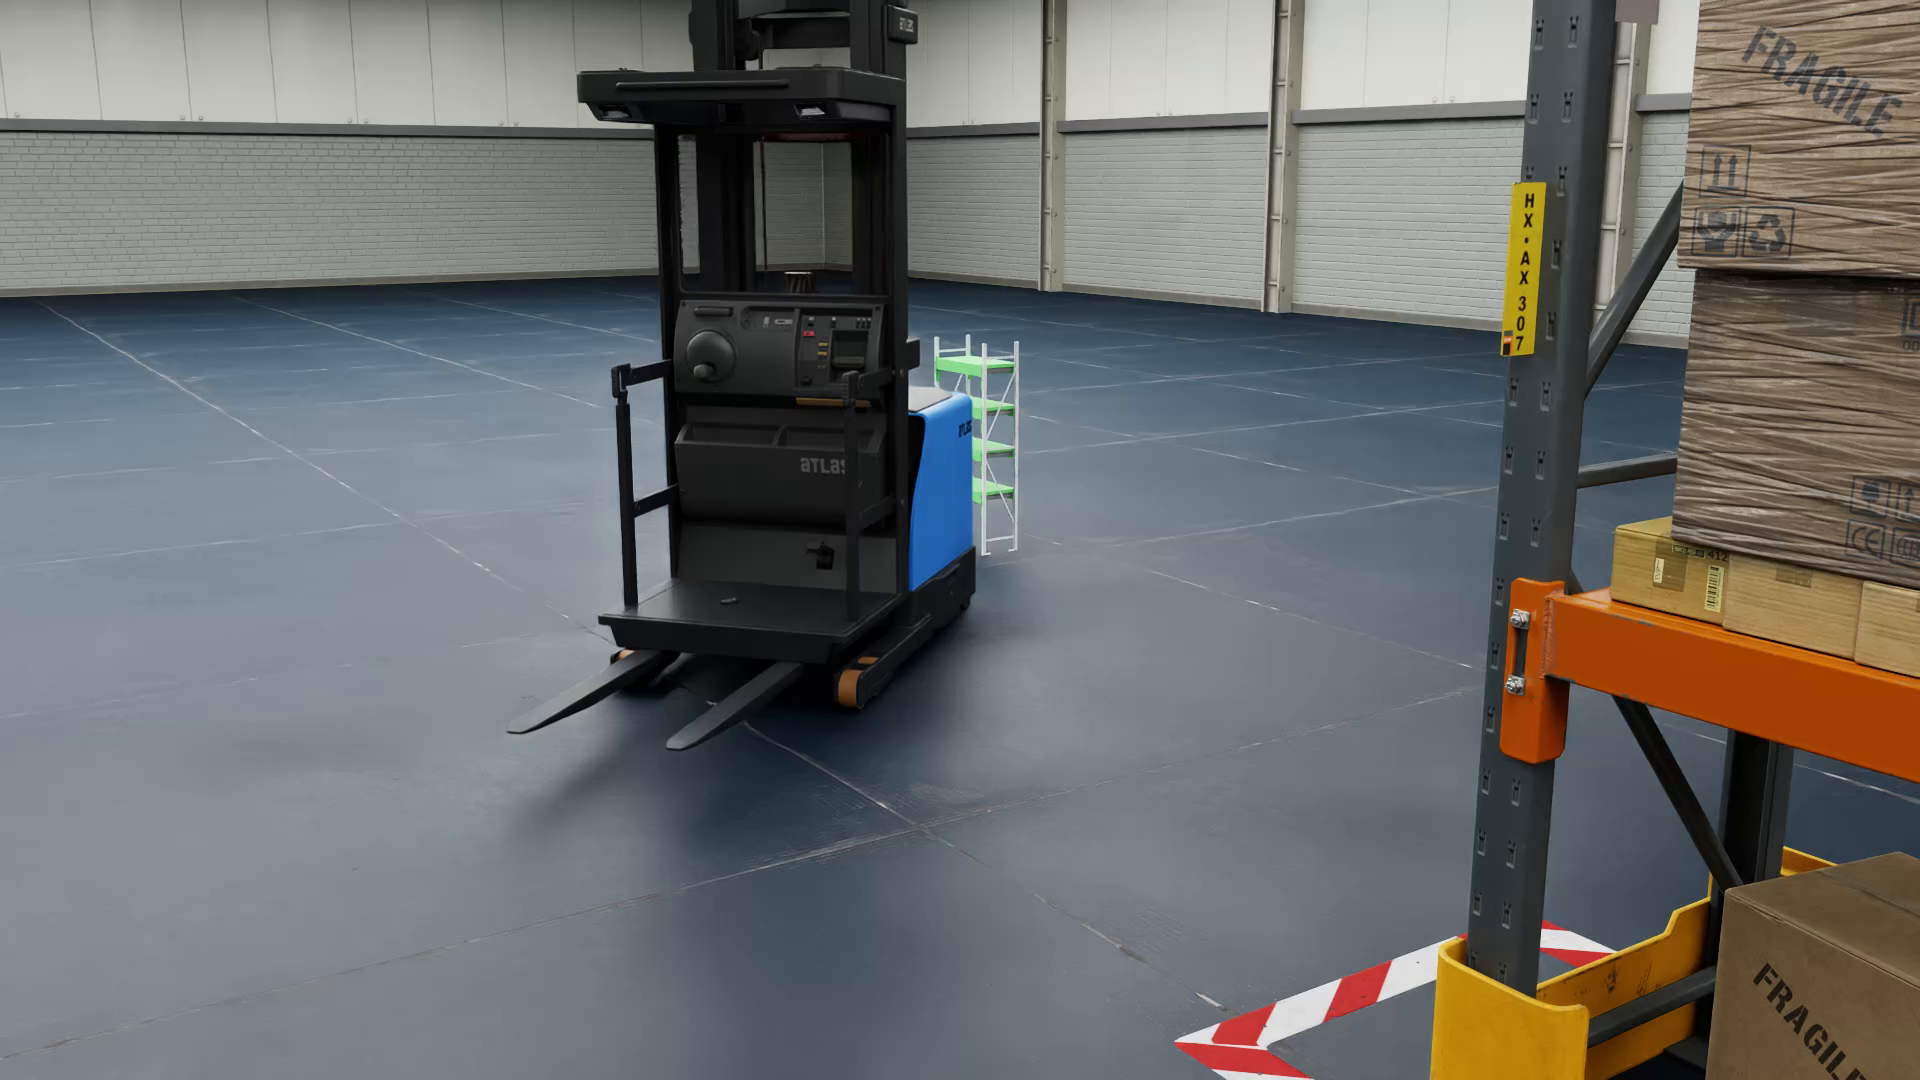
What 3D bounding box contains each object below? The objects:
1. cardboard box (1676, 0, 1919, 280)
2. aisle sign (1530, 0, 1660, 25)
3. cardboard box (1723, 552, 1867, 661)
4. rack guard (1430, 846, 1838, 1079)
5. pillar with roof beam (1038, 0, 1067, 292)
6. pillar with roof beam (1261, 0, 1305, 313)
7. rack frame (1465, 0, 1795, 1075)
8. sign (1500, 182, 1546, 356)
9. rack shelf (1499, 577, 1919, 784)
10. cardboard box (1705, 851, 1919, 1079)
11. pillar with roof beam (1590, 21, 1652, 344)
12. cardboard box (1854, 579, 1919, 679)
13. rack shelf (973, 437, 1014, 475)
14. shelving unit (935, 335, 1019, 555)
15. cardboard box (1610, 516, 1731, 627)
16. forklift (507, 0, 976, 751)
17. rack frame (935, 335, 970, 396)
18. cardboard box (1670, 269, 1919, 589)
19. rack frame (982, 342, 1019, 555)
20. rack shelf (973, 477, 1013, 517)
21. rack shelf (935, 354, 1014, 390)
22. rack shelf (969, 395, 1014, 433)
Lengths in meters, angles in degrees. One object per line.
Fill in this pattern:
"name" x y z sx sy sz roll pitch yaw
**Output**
"cardboard box" 1.607 -0.710 2.816 0.500 0.500 0.500 -8 15 -33
"aisle sign" 1.245 -1.403 3.170 0.394 0.787 0.004 -8 15 -33
"cardboard box" 1.611 0.091 3.012 0.380 0.149 0.250 -8 15 -33
"rack guard" 1.571 1.077 3.765 1.175 0.500 0.348 -8 15 -33
"pillar with roof beam" -1.873 -8.584 28.049 9.100 9.000 0.400 -8 15 -33
"pillar with roof beam" 1.451 -7.517 23.170 9.100 9.000 0.400 -8 15 -33
"rack frame" 1.529 -0.157 3.560 1.000 3.000 0.127 -8 15 -33
"sign" 1.077 -0.516 3.174 0.100 0.325 0.005 -8 15 -33
"rack shelf" 2.637 0.550 2.010 1.077 0.370 4.000 -8 15 -33
"cardboard box" 1.861 0.972 3.265 0.500 0.500 0.500 -5 13 -22
"pillar with roof beam" 4.775 -6.449 18.290 9.100 9.000 0.400 -8 15 -33
"cardboard box" 1.737 0.137 2.801 0.380 0.149 0.250 -8 15 -33
"rack shelf" 0.092 -0.494 9.613 0.258 0.148 0.480 -8 15 -33
"shelving unit" 0.092 -0.557 9.599 0.258 1.200 0.503 -8 15 -33
"cardboard box" 1.488 0.044 3.226 0.380 0.149 0.250 -8 15 -33
"forklift" -0.829 -0.839 6.837 1.130 2.935 3.031 4 13 16
"rack frame" -0.043 -0.600 9.797 0.240 1.200 0.015 -8 15 -33
"cardboard box" 1.811 -0.250 3.055 0.875 0.500 0.500 -8 15 -33
"rack frame" 0.227 -0.513 9.401 0.240 1.200 0.015 -8 15 -33
"rack shelf" 0.092 -0.260 9.664 0.258 0.148 0.480 -8 15 -33
"rack shelf" 0.092 -0.963 9.510 0.258 0.148 0.480 -8 15 -33
"rack shelf" 0.092 -0.729 9.561 0.258 0.148 0.480 -8 15 -33
